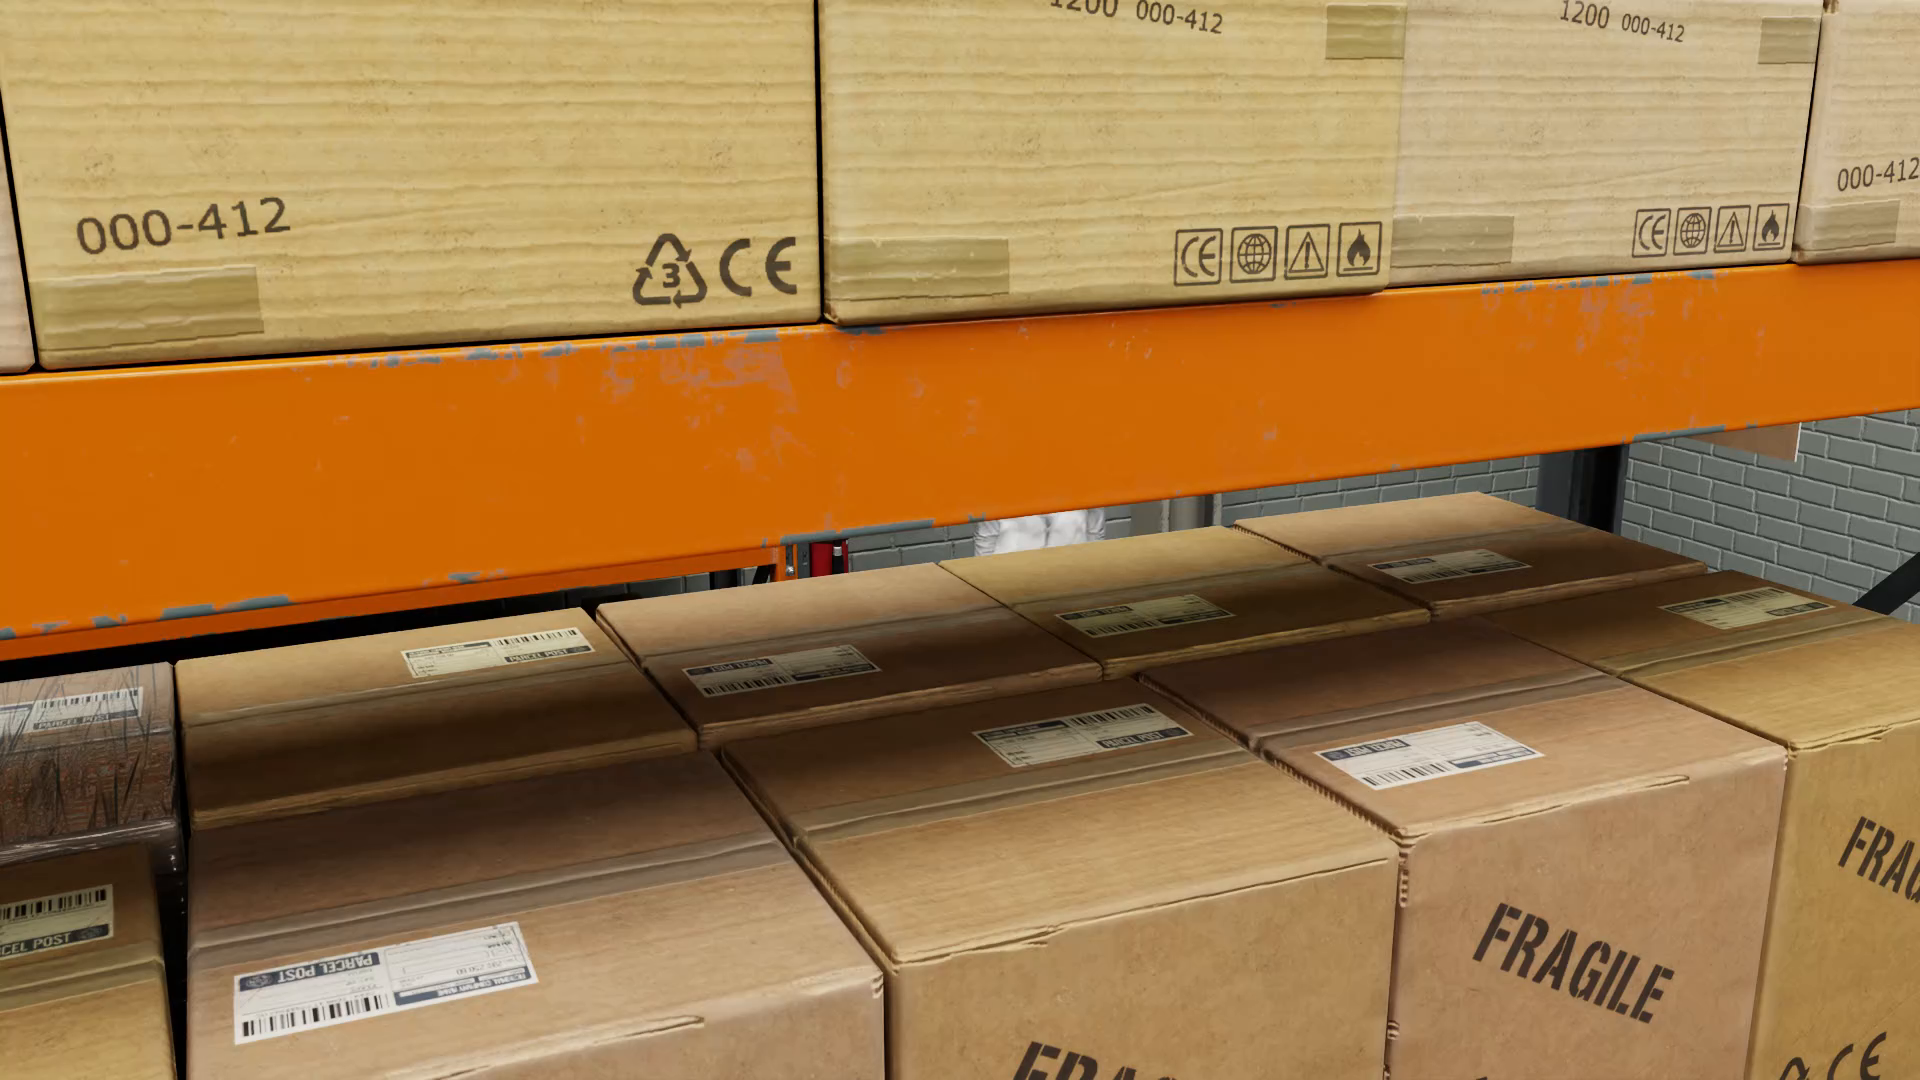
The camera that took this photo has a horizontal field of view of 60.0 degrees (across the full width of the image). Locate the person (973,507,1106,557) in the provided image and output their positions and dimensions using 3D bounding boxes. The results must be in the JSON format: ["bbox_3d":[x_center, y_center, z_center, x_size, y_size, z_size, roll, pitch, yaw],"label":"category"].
[{"bbox_3d":[0.345,0.232,7.112,0.583,1.770,0.464,-2,15,-8],"label":"person"}]
